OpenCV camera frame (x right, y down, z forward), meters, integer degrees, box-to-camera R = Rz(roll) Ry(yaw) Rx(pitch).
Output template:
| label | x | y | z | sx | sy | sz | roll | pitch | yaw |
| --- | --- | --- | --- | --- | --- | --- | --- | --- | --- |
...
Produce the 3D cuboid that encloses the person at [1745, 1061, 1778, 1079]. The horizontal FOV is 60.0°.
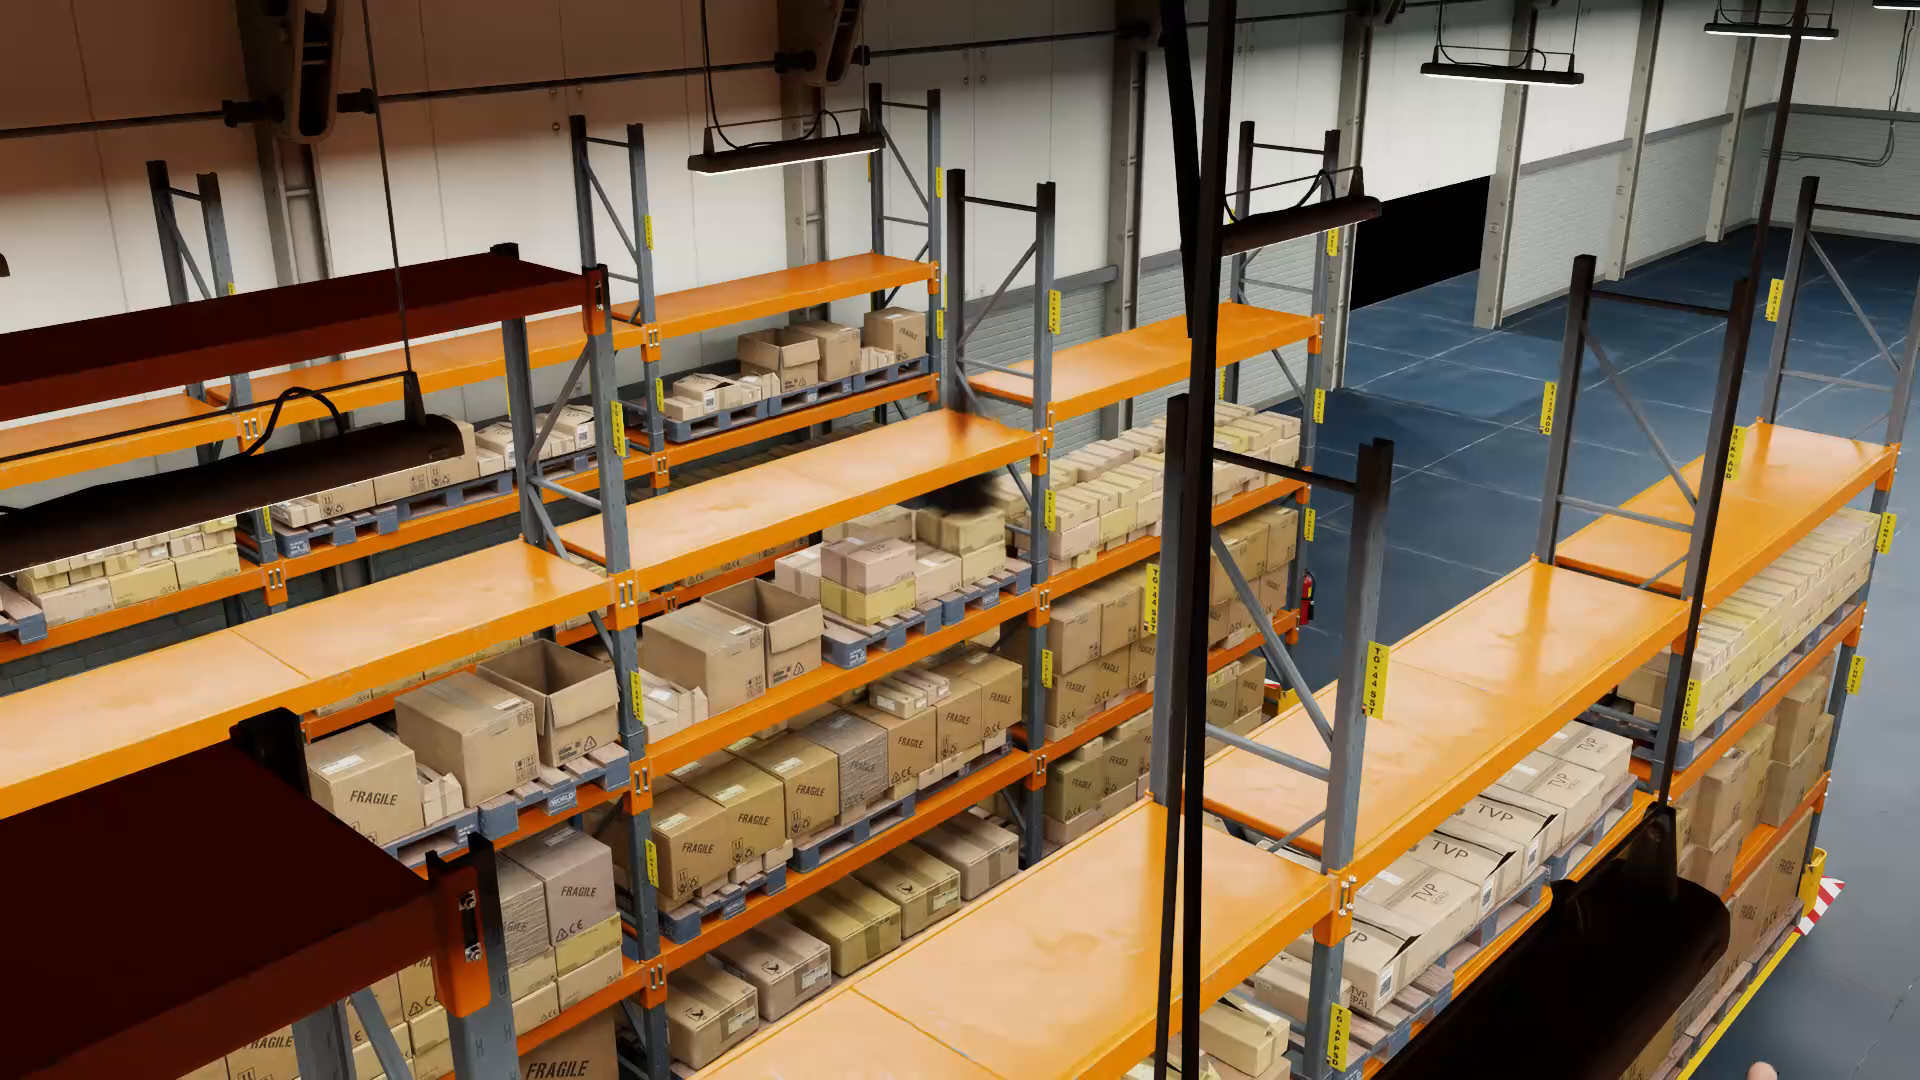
| label | x | y | z | sx | sy | sz | roll | pitch | yaw |
| --- | --- | --- | --- | --- | --- | --- | --- | --- | --- |
| person | 4.614 | 3.865 | 9.815 | 0.662 | 1.653 | 0.718 | 12 | 24 | 28 |
